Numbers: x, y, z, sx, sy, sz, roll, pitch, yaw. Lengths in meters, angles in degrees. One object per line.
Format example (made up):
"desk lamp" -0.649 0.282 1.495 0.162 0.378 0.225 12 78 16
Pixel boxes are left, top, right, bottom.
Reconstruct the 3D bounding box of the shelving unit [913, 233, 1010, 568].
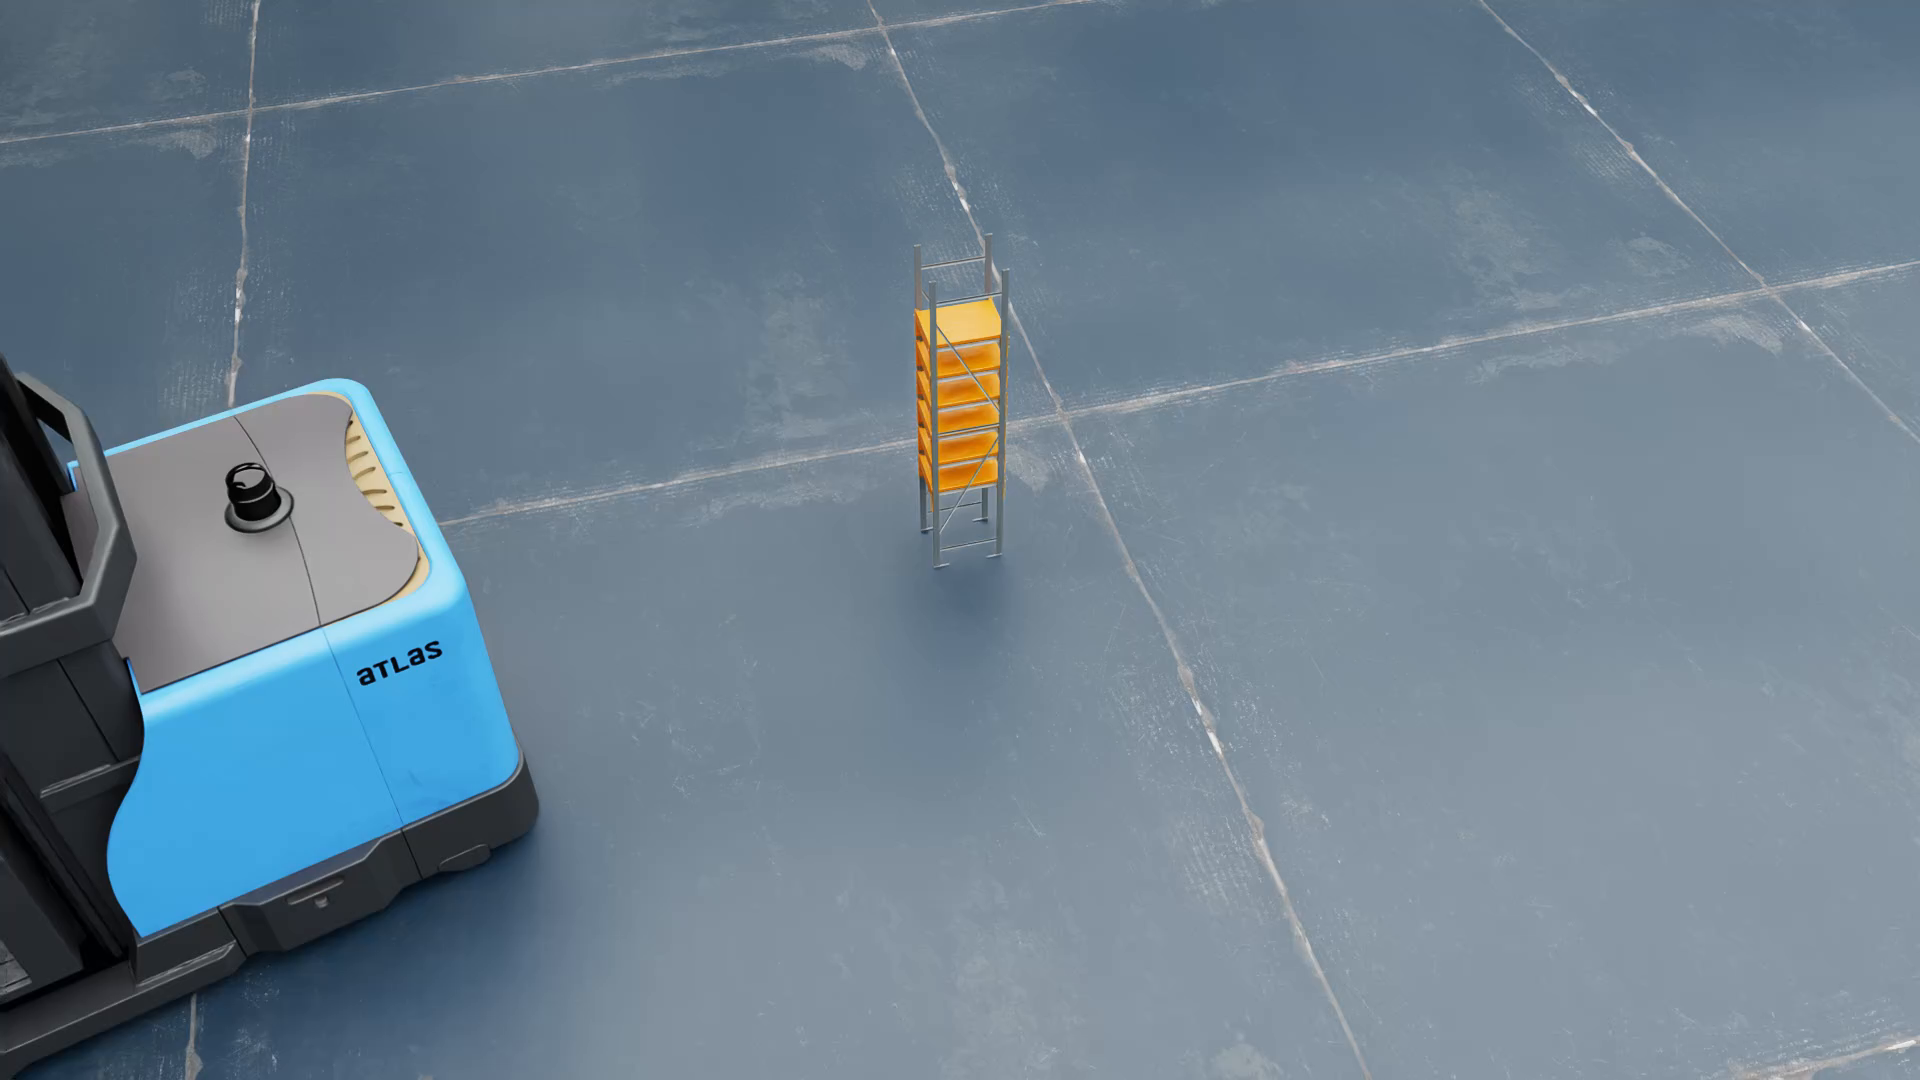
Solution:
"shelving unit" 0.004 -0.410 5.312 0.258 1.200 0.189 -11 47 -10

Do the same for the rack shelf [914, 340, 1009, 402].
"rack shelf" 0.004 -0.547 5.172 0.258 0.103 0.180 -11 47 -10

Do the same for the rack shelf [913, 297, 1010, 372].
"rack shelf" 0.004 -0.631 5.086 0.258 0.103 0.180 -11 47 -10

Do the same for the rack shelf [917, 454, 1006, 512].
"rack shelf" 0.004 -0.211 5.515 0.258 0.103 0.180 -11 47 -10

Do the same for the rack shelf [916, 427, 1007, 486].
"rack shelf" 0.004 -0.295 5.429 0.258 0.103 0.180 -11 47 -10

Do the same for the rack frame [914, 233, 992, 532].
"rack frame" -0.020 -0.473 5.374 0.240 1.200 0.006 -11 47 -10

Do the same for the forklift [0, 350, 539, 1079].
"forklift" -2.767 0.070 3.630 3.031 2.935 1.130 -23 50 -21

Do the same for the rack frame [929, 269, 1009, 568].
"rack frame" 0.027 -0.347 5.250 0.240 1.200 0.006 -11 47 -10

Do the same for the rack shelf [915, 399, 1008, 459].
"rack shelf" 0.004 -0.379 5.343 0.258 0.103 0.180 -11 47 -10

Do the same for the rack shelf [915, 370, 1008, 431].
"rack shelf" 0.004 -0.463 5.258 0.258 0.103 0.180 -11 47 -10
